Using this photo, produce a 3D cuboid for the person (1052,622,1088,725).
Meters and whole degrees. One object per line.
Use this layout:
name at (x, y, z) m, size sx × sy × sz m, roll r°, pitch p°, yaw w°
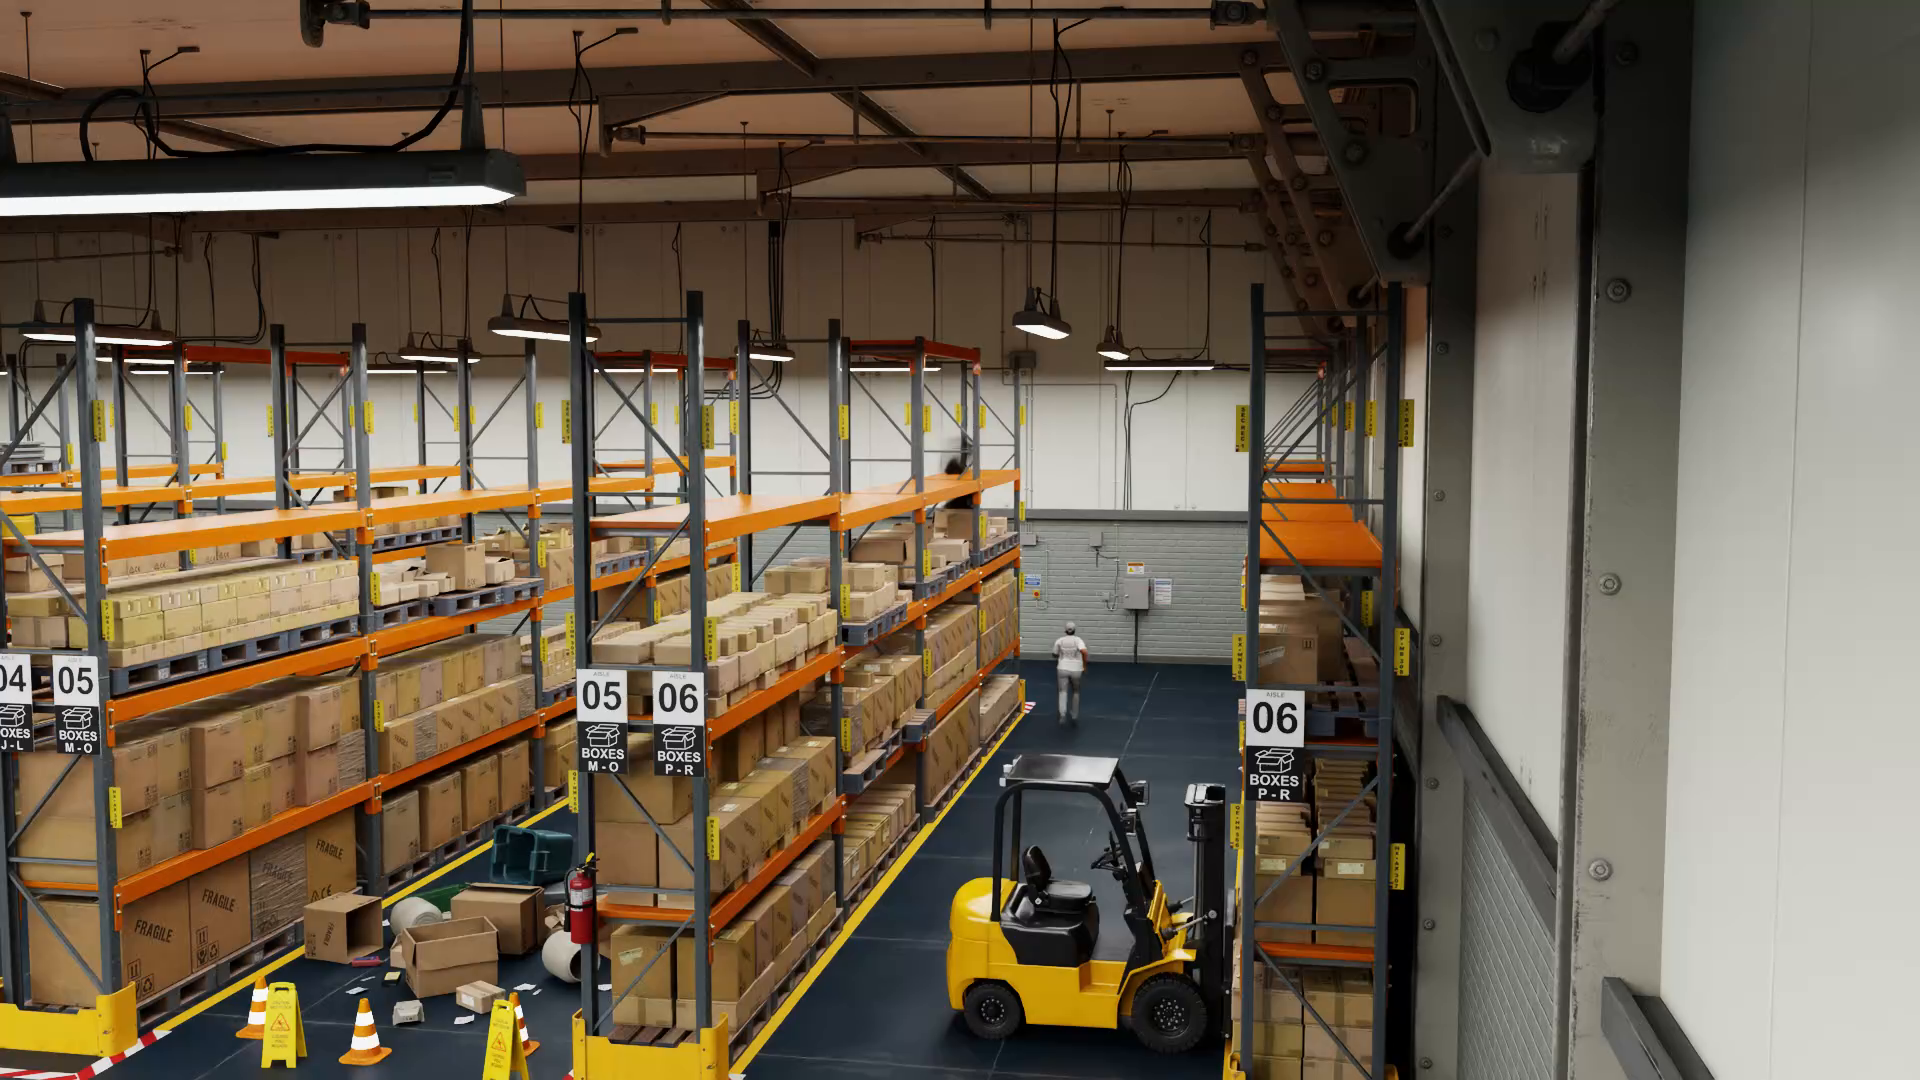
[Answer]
person at (1.775, 2.155, 26.826) m, size 0.586 × 1.668 × 0.919 m, roll 1°, pitch 5°, yaw 8°
